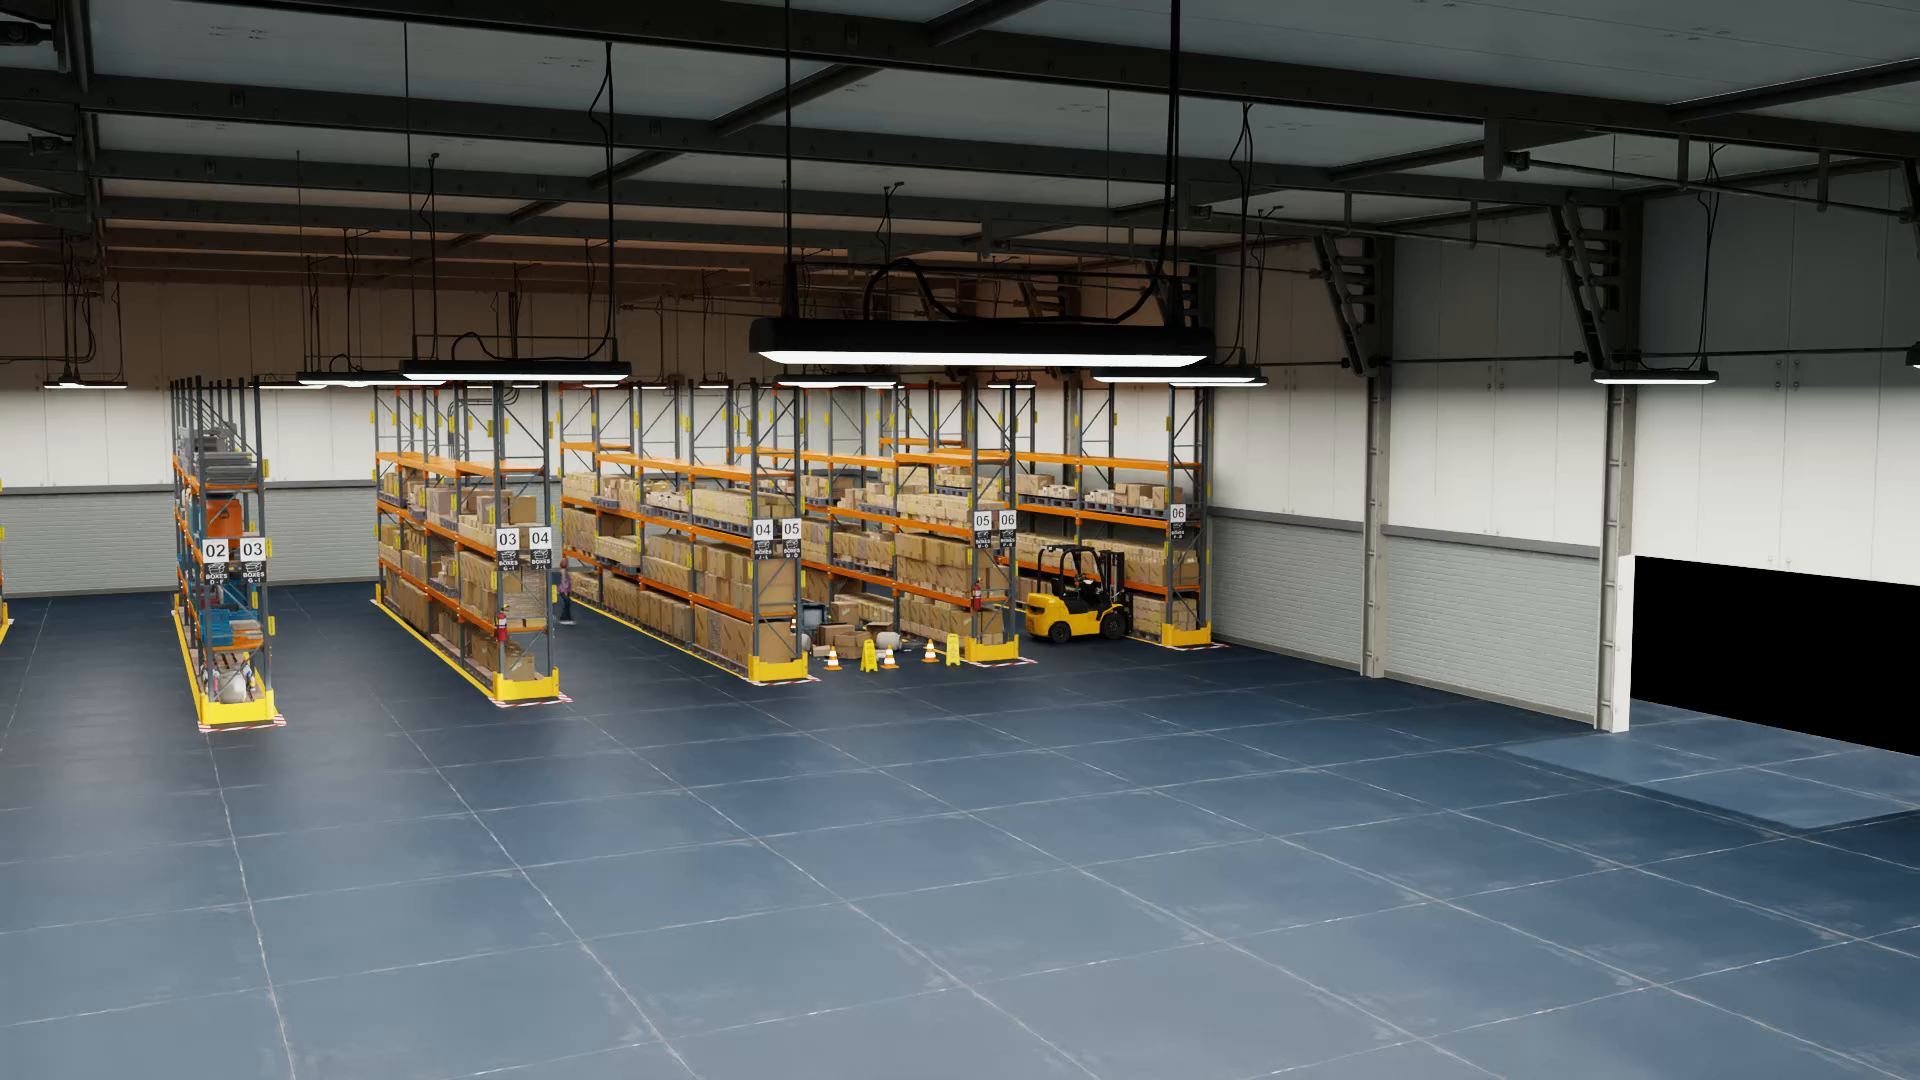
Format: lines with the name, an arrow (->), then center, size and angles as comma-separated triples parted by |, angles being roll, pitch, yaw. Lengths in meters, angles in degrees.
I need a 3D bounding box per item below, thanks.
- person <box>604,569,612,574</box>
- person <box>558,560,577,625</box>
person -> -10.484, 0.480, 49.439 | 0.467, 1.663, 0.457 | 1, 5, 8
person -> -9.739, 1.293, 41.112 | 0.405, 1.620, 0.418 | 0, 5, 5
